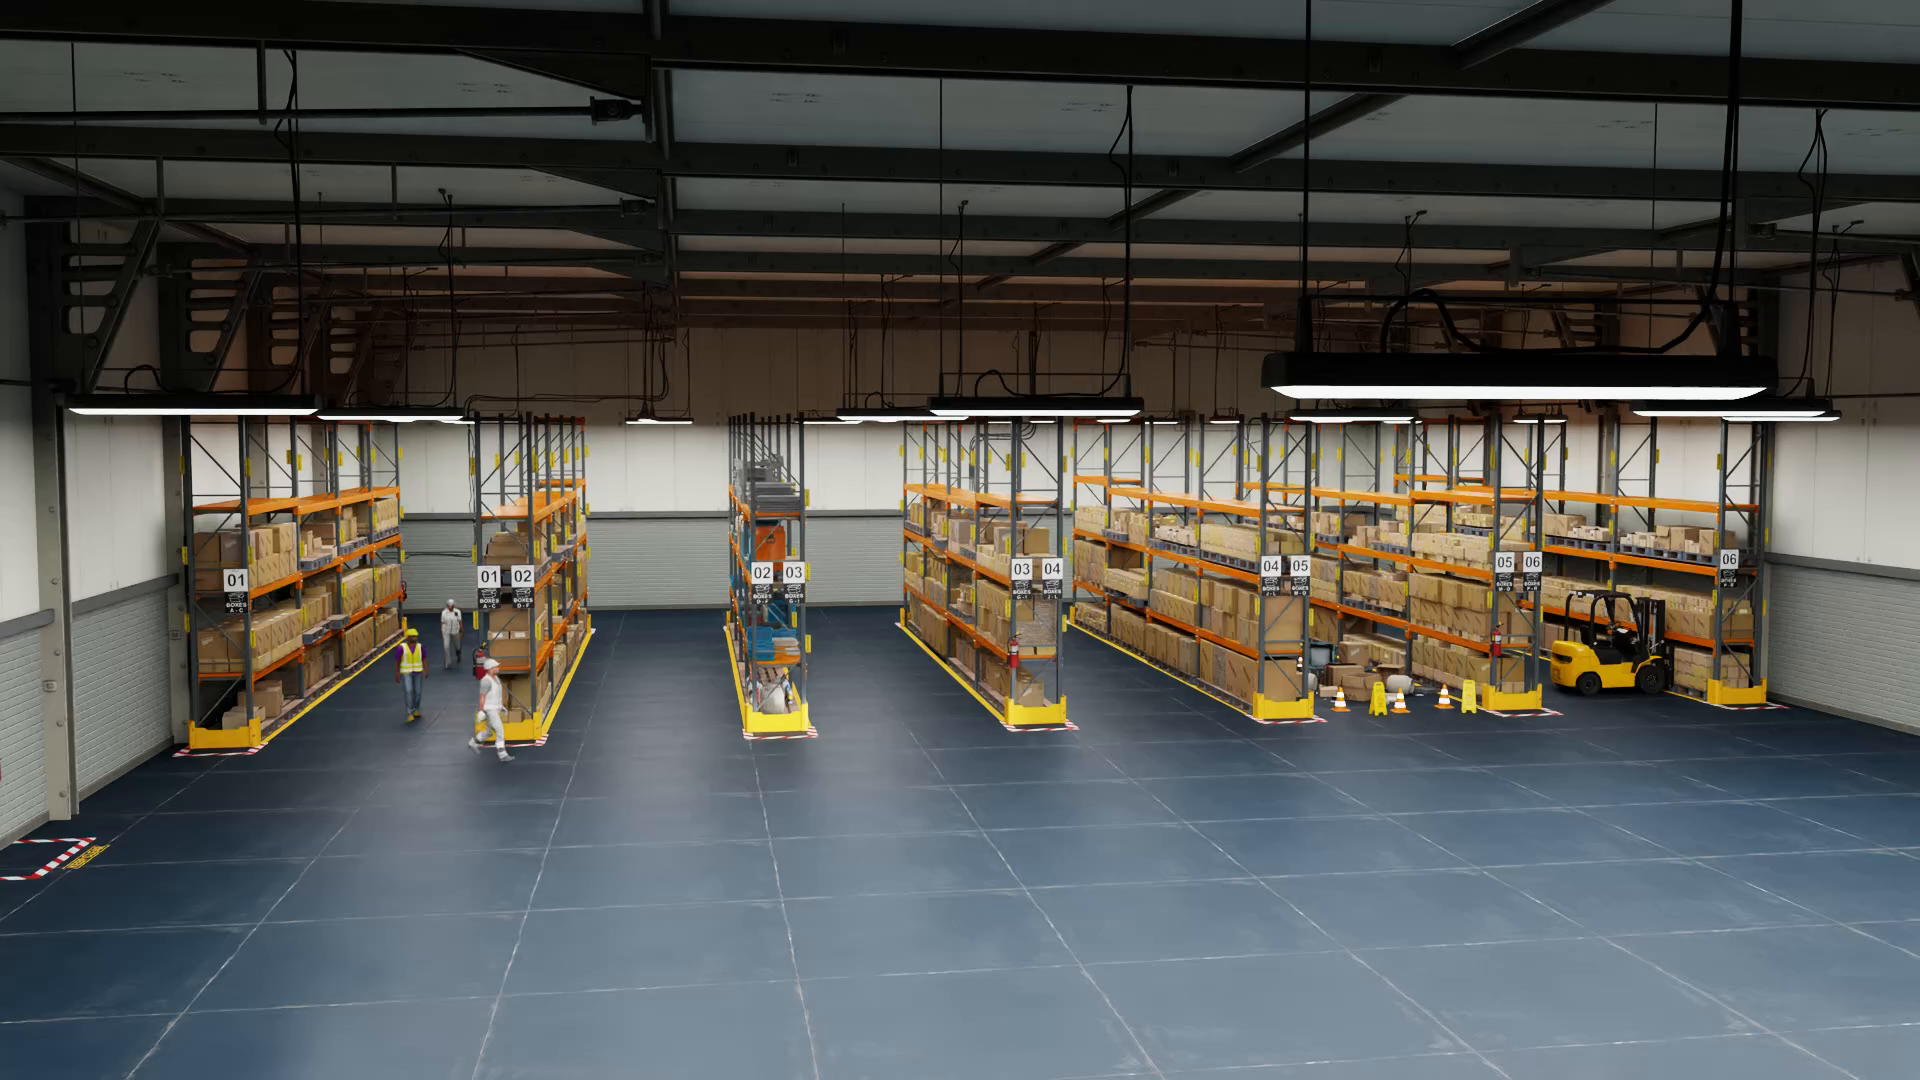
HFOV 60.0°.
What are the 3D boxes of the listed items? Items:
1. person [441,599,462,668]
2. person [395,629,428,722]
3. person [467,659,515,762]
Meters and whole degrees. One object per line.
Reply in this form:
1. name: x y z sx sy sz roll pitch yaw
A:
1. person: -12.129 2.201 39.694 0.480 1.616 0.857 -1 4 -11
2. person: -10.725 2.641 32.655 0.600 1.765 0.782 -2 5 -33
3. person: -8.049 2.906 28.464 1.002 1.758 0.623 1 4 17
